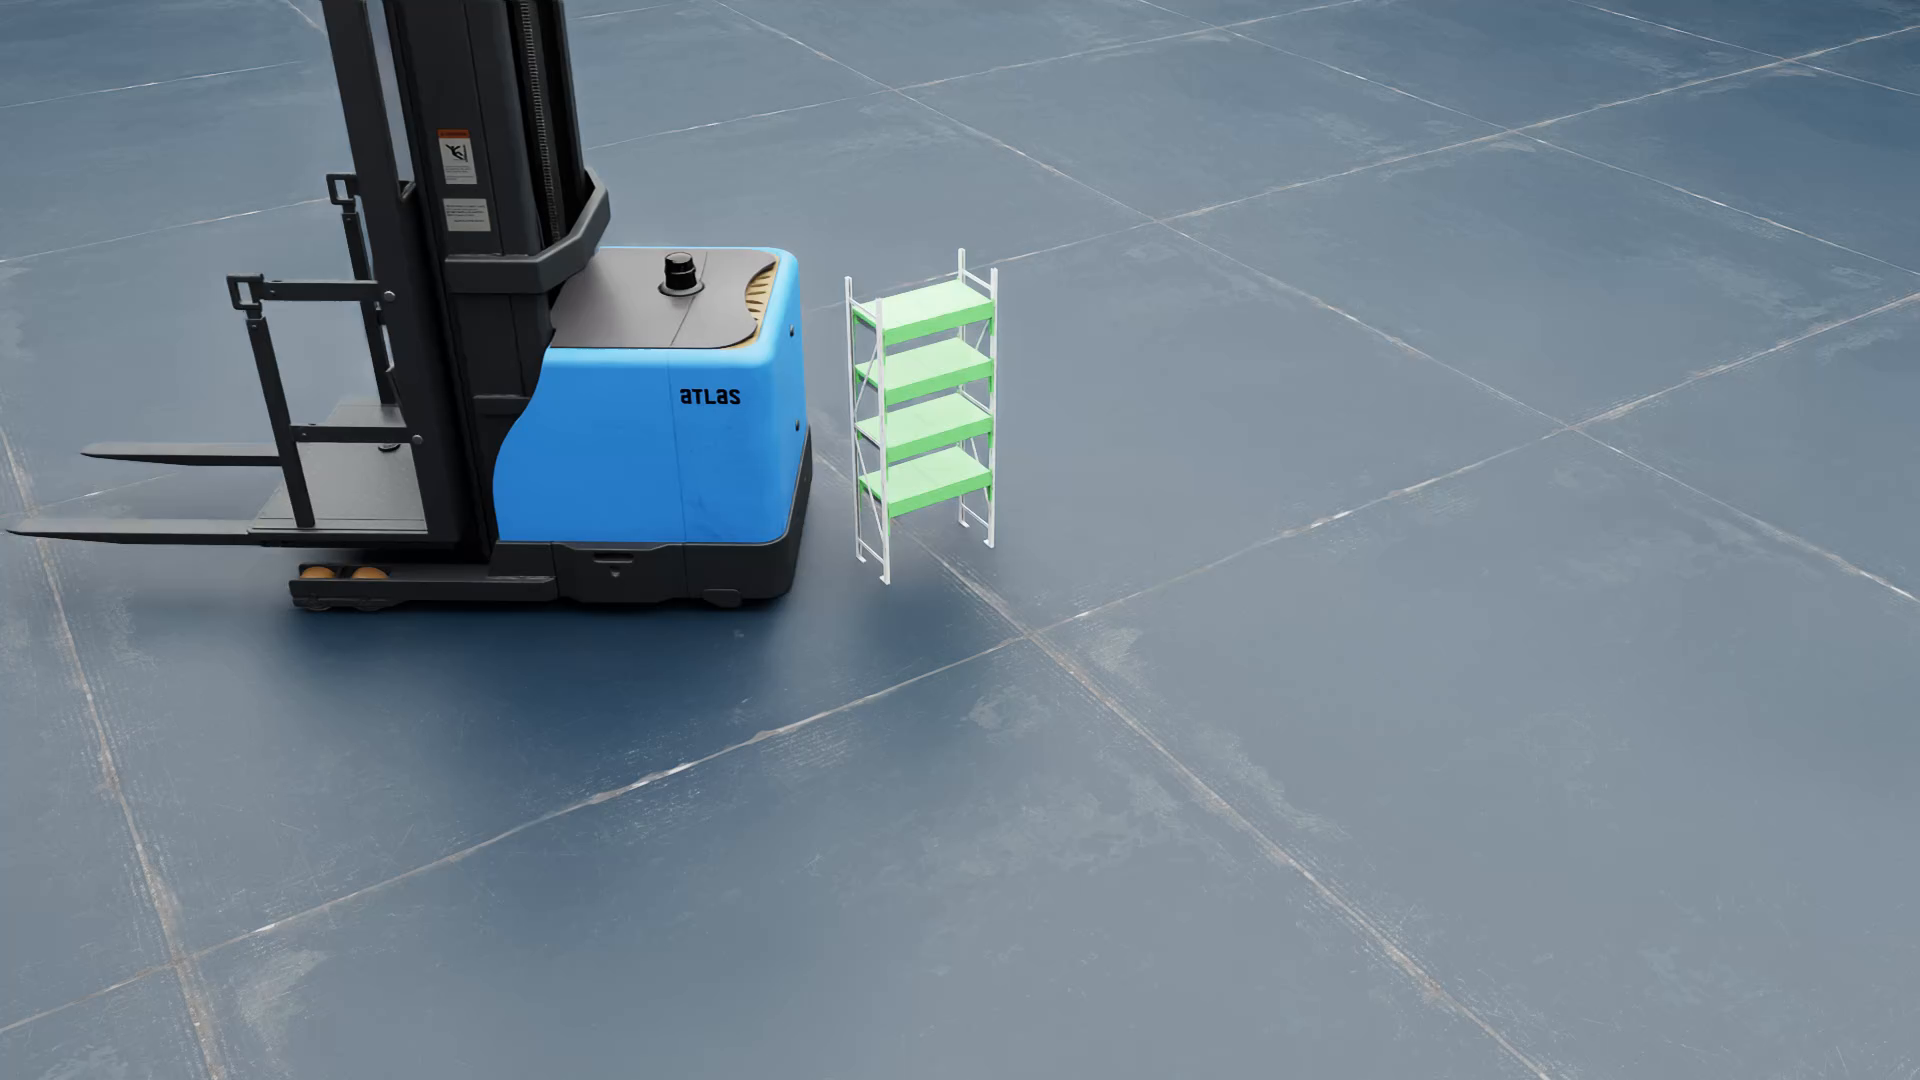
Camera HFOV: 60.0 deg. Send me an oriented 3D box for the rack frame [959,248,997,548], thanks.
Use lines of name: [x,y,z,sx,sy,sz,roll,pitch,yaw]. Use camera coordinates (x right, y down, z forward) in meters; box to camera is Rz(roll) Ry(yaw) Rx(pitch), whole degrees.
rack frame: [0.066,-0.530,6.466,0.015,1.200,0.240,-19,37,-27]

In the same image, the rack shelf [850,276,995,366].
rack shelf: [-0.139,-0.812,6.132,0.480,0.148,0.258,-19,37,-27]

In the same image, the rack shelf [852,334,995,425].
rack shelf: [-0.139,-0.609,6.260,0.480,0.148,0.258,-19,37,-27]

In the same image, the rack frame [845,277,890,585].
rack frame: [-0.344,-0.389,6.242,0.015,1.200,0.240,-19,37,-27]

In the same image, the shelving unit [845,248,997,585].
shelving unit: [-0.139,-0.460,6.354,0.503,1.200,0.258,-19,37,-27]

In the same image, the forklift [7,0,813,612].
forklift: [-2.147,-1.250,5.985,3.031,2.935,1.130,1,32,1]

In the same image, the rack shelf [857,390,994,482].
rack shelf: [-0.139,-0.406,6.388,0.480,0.148,0.258,-19,37,-27]

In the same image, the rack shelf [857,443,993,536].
rack shelf: [-0.139,-0.203,6.516,0.480,0.148,0.258,-19,37,-27]
